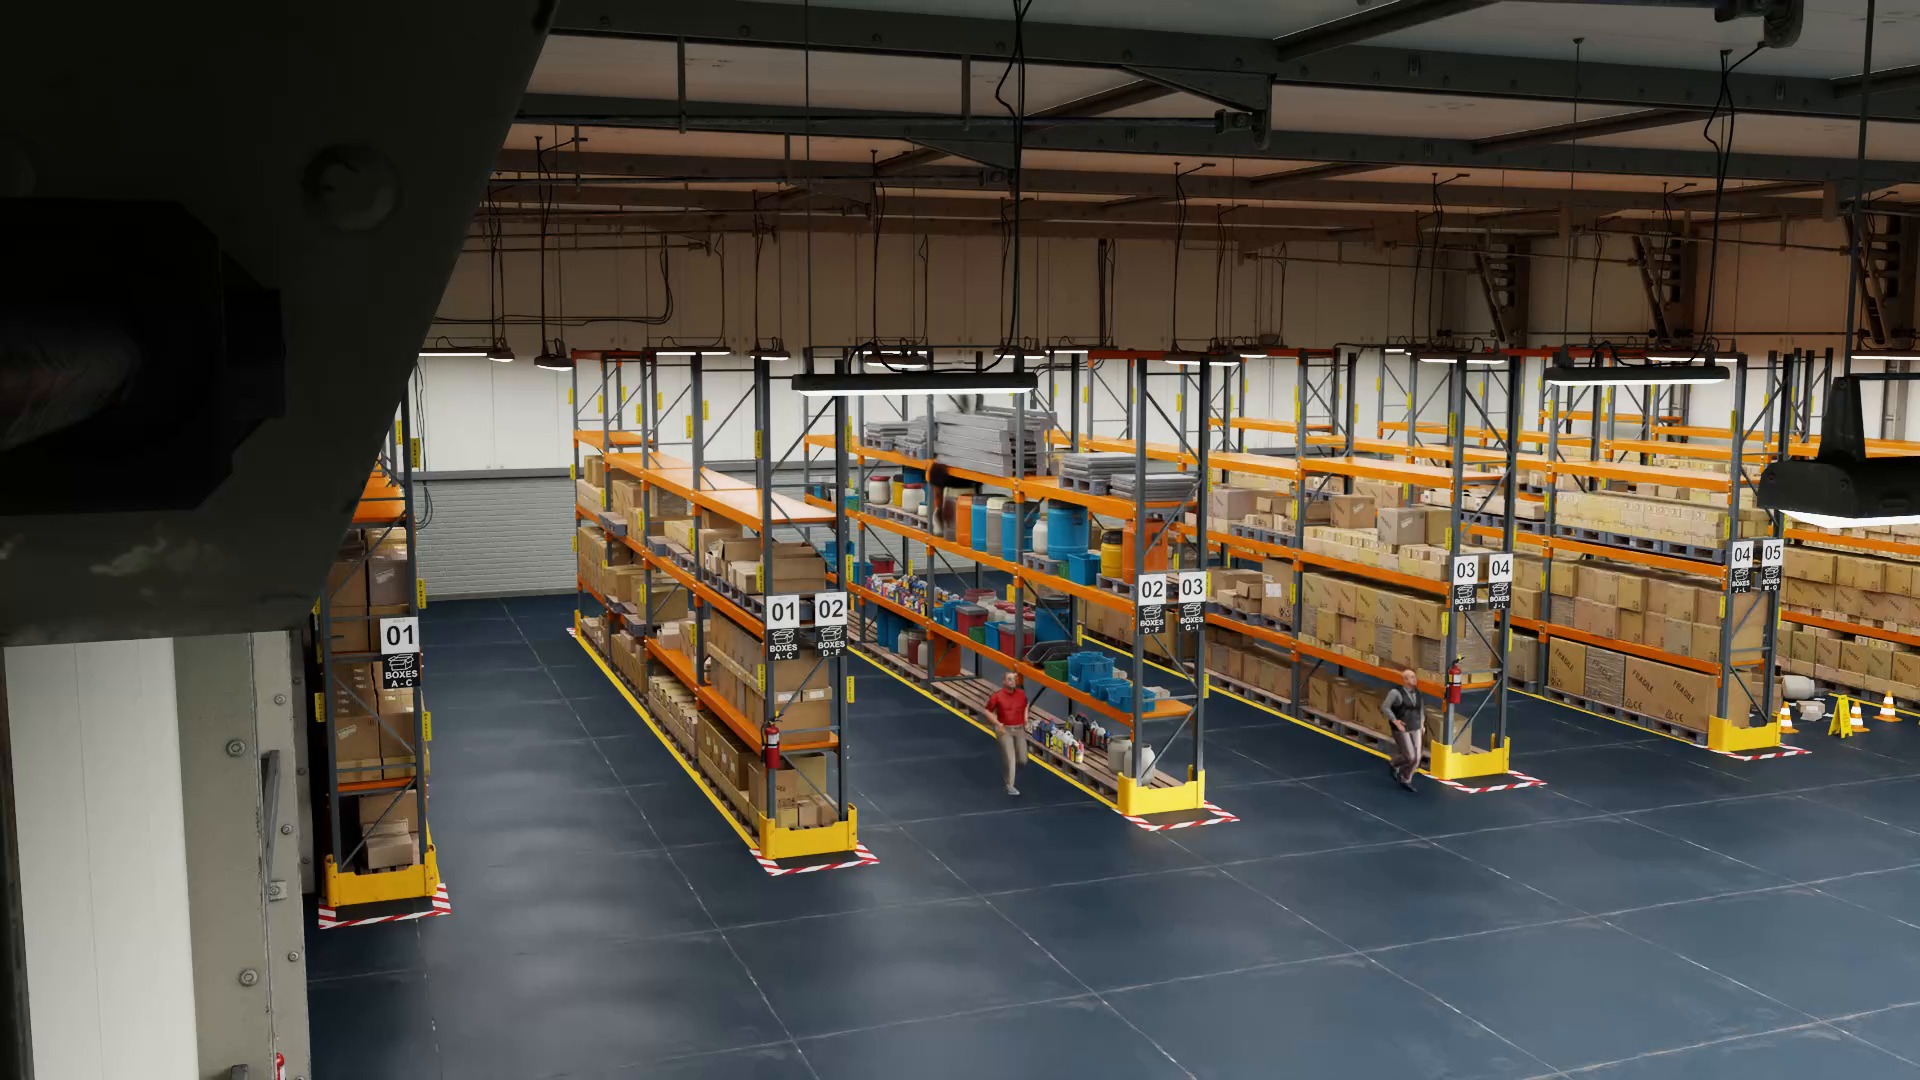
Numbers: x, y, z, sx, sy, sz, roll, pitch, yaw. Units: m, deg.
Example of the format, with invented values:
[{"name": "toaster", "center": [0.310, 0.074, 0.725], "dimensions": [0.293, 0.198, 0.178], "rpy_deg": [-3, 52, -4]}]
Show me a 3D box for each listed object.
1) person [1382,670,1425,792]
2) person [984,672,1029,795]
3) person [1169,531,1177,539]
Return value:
[{"name": "person", "center": [6.205, 2.642, 23.112], "dimensions": [0.691, 1.691, 0.537], "rpy_deg": [-3, 8, -23]}, {"name": "person", "center": [0.670, 2.646, 22.989], "dimensions": [0.664, 1.675, 0.645], "rpy_deg": [-3, 8, -24]}, {"name": "person", "center": [4.918, 0.634, 39.029], "dimensions": [0.760, 1.746, 0.757], "rpy_deg": [-1, 7, -7]}]
